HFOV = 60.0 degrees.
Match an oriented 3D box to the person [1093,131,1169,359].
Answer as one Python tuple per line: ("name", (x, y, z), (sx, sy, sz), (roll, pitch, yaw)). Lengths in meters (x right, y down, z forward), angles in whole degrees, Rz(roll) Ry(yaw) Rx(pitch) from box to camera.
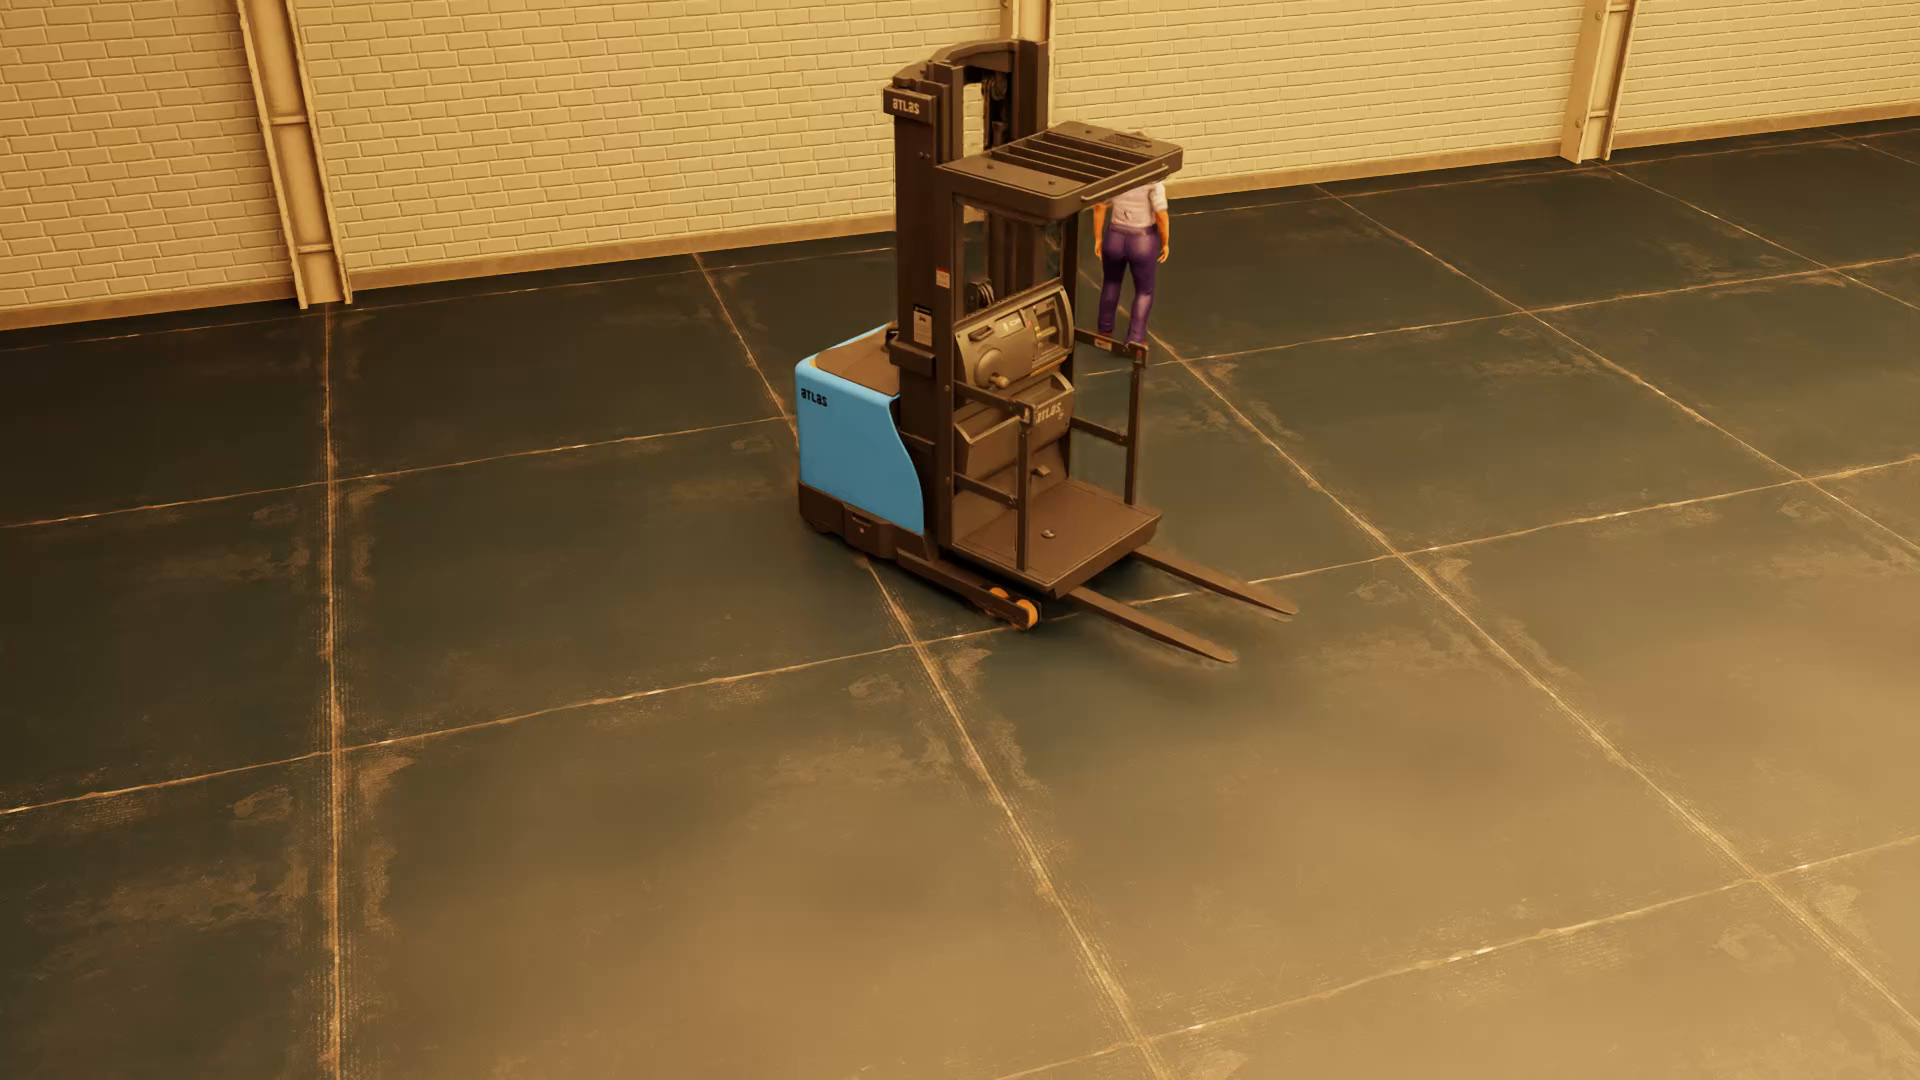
("person", (1.257, -2.162, 12.183), (0.581, 1.678, 0.492), (13, 32, 22))

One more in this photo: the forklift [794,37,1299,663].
("forklift", (0.461, -1.071, 8.949), (3.031, 2.935, 1.130), (23, 37, 35))
